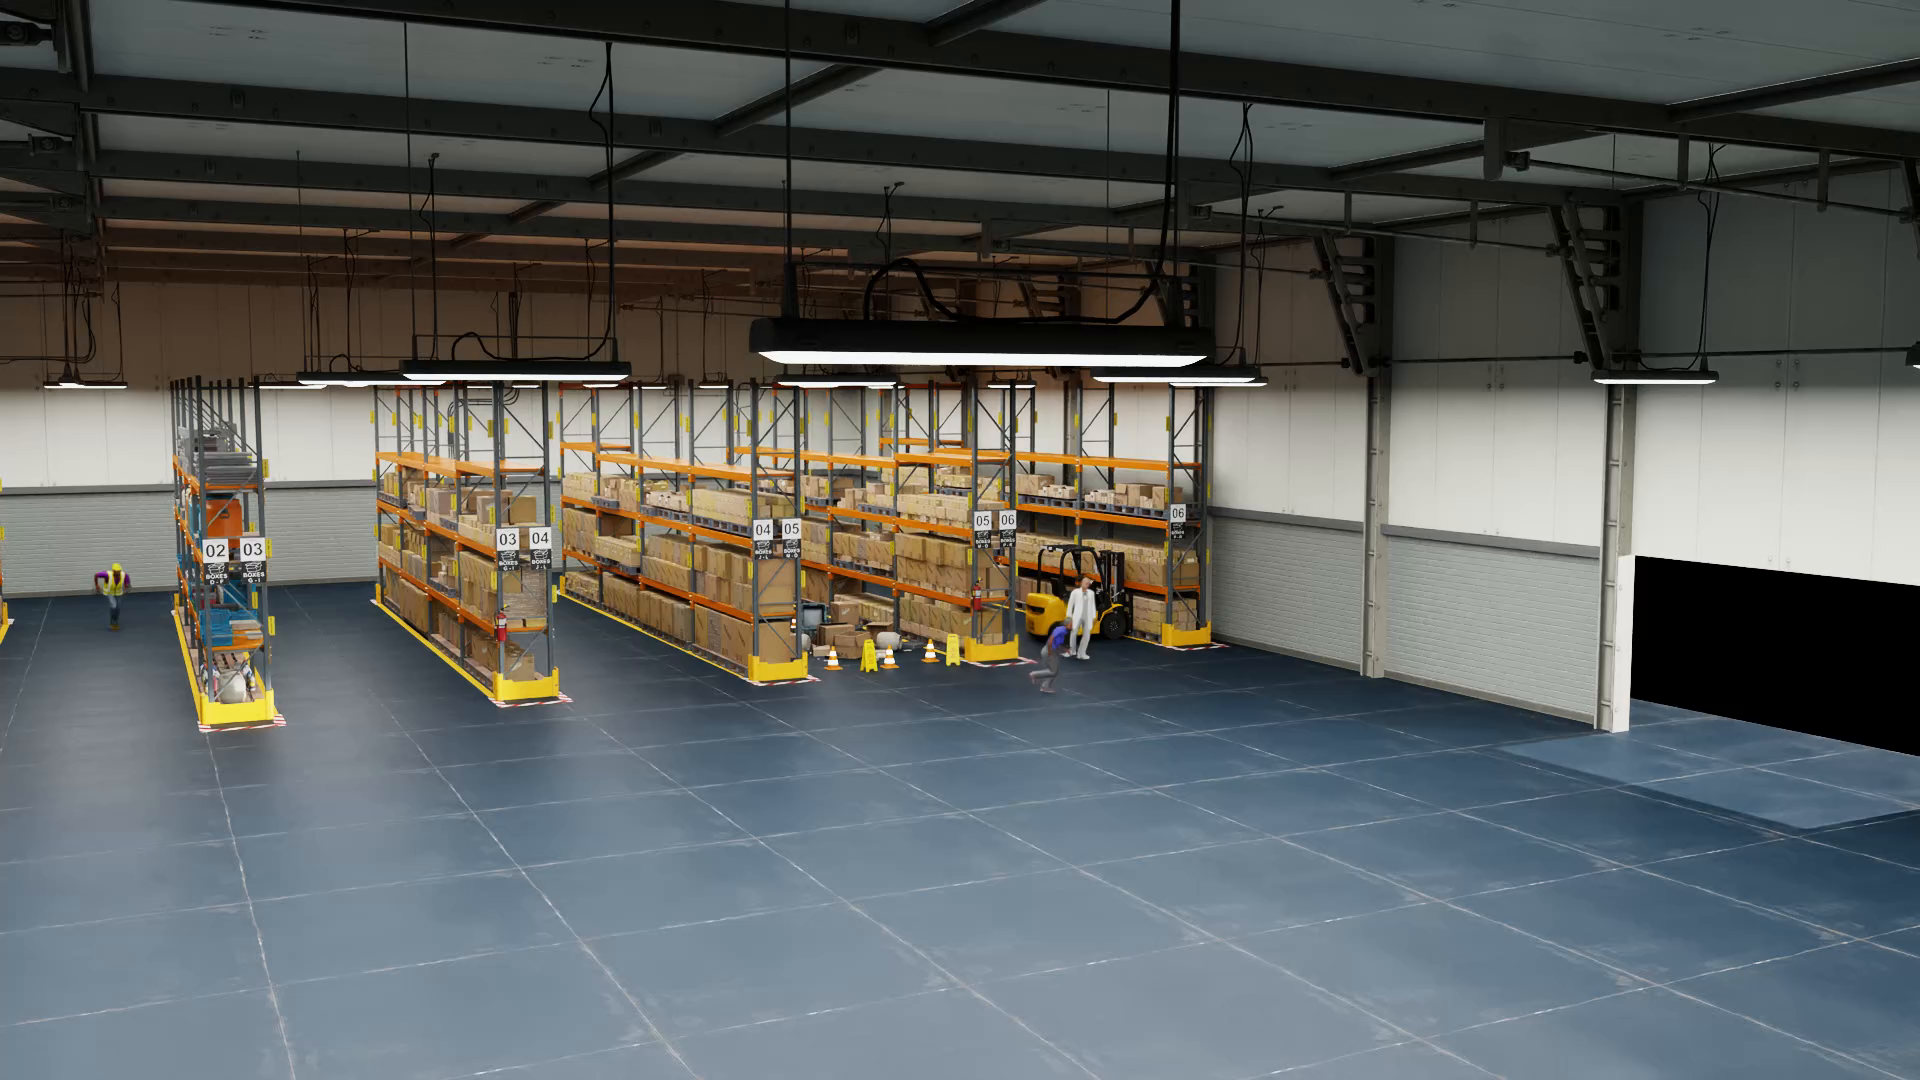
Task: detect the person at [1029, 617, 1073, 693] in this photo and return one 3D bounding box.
[{"bbox_3d":[1.736,2.196,31.629,0.837,1.464,0.588,1,5,7],"label":"person"}]

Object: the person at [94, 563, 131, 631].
[{"bbox_3d":[-20.366,1.374,39.978,0.754,1.668,0.968,-4,7,-40],"label":"person"}]

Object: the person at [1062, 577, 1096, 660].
[{"bbox_3d":[2.564,1.674,35.654,0.706,1.759,0.516,-1,5,-14],"label":"person"}]
